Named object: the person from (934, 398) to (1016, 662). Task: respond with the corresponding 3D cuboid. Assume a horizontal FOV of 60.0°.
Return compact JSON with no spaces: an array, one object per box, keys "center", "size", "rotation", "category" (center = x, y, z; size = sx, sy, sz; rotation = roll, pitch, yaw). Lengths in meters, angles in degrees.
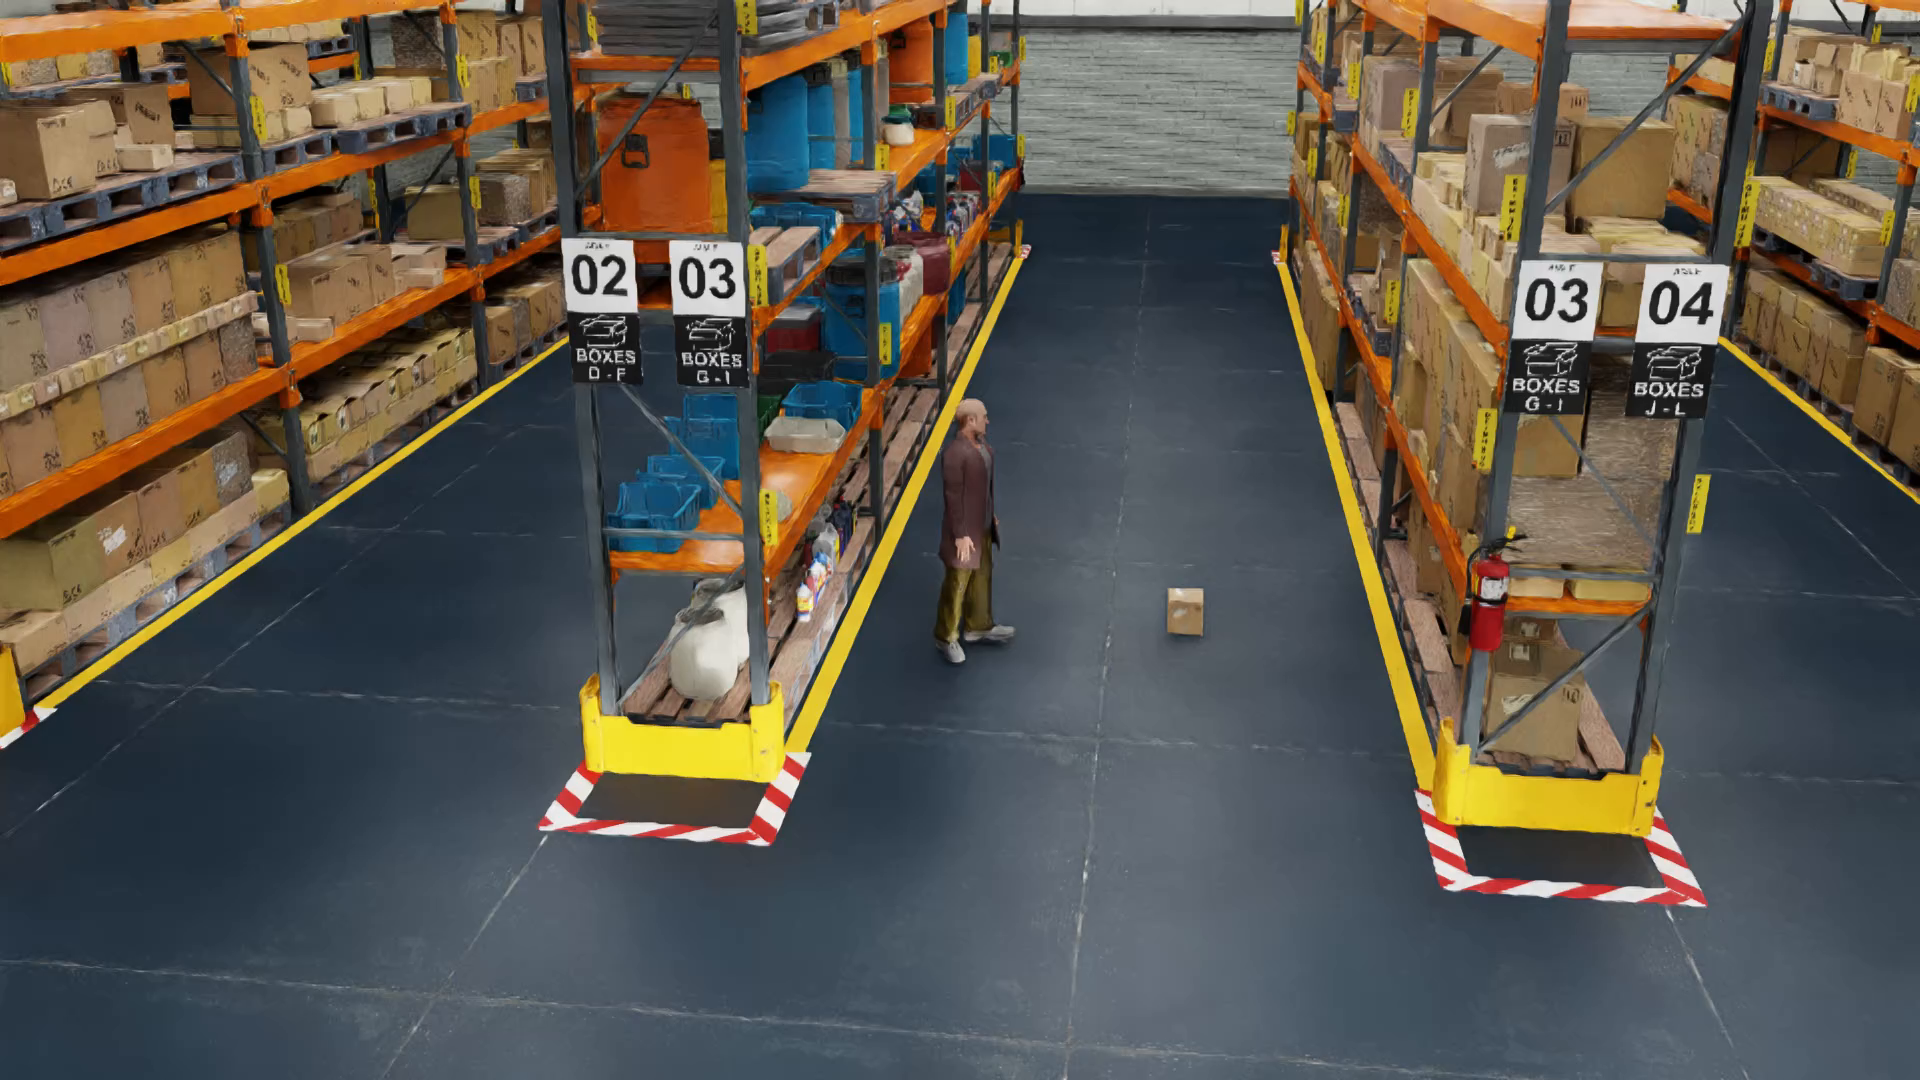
[{"center":[0.084,-0.095,11.271],"size":[0.466,1.783,0.660],"rotation":[9,23,23],"category":"person"}]
